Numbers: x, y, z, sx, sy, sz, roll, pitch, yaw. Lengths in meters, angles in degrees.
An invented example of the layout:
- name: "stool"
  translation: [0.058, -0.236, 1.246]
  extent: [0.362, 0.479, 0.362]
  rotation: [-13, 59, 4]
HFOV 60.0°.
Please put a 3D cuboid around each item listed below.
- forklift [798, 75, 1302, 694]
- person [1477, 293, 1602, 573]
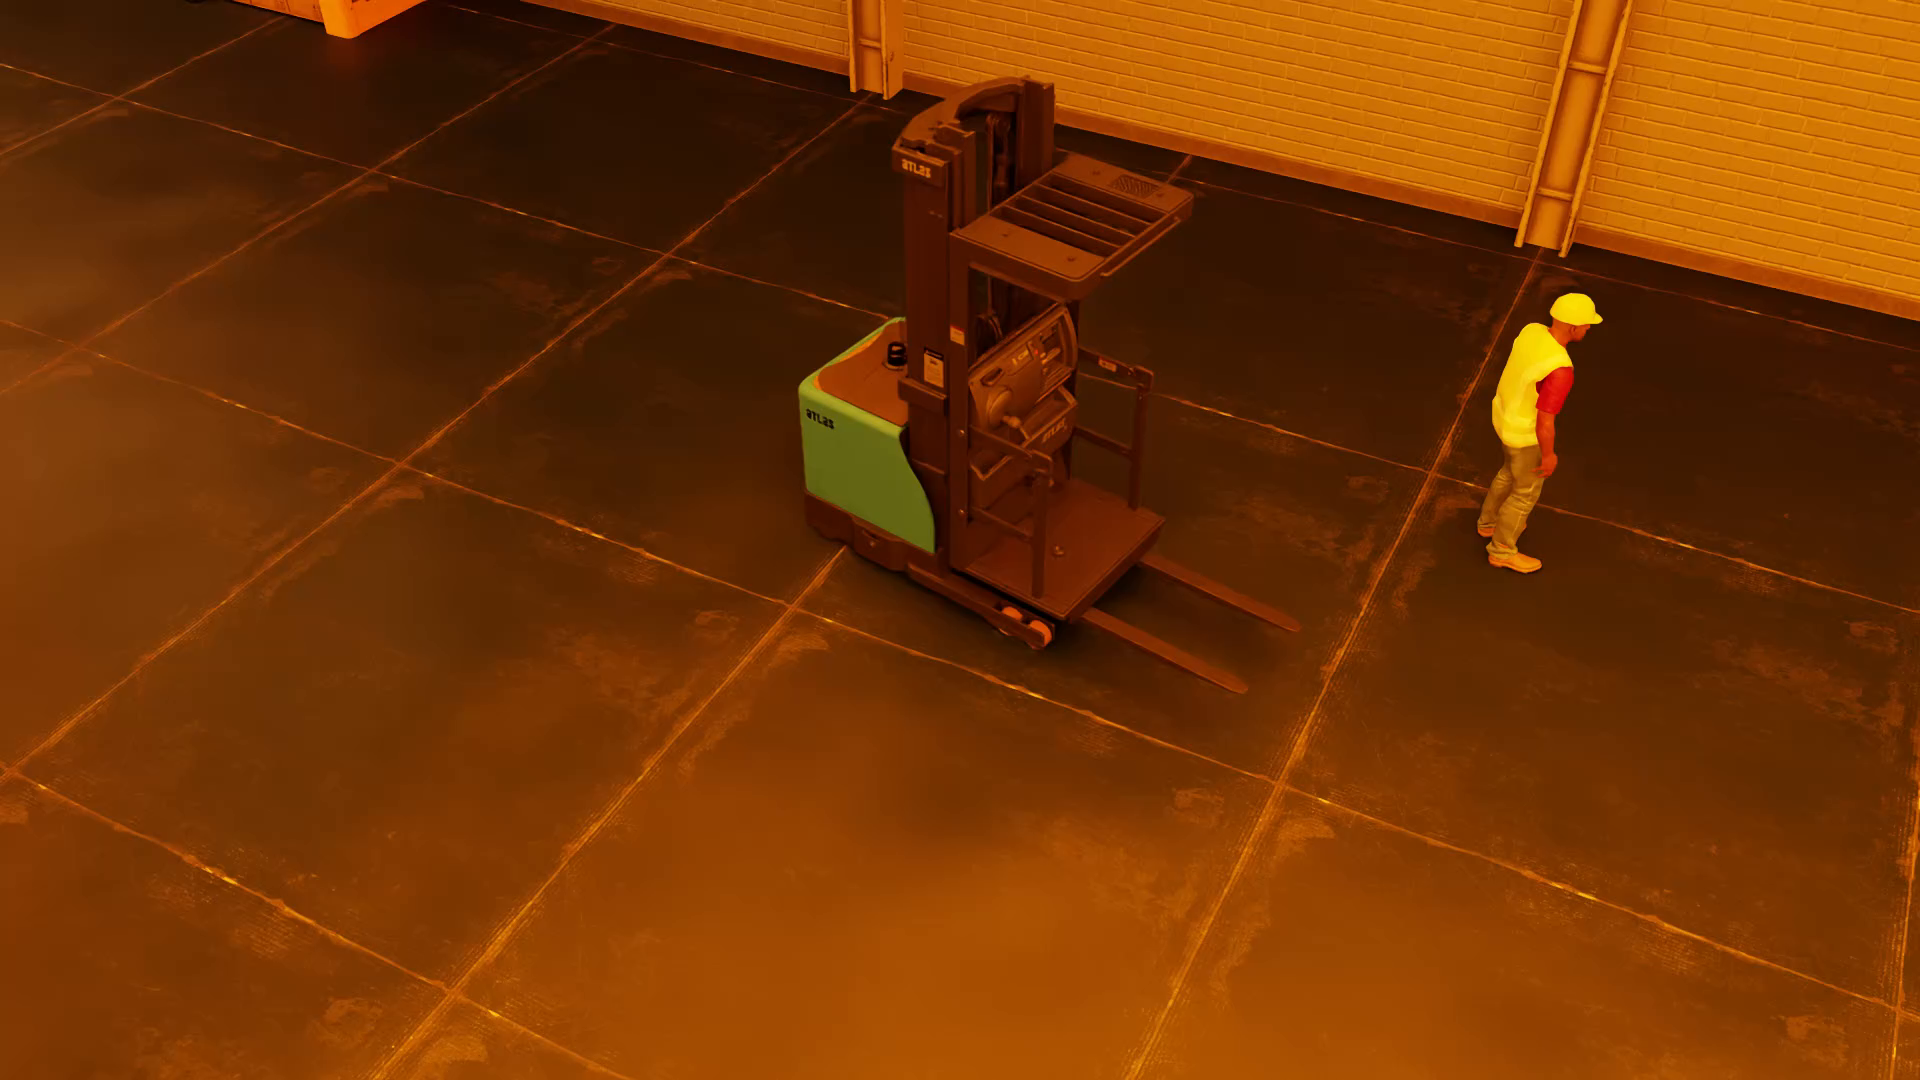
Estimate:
- name: "forklift"
  translation: [0.518, -0.884, 9.036]
  extent: [3.031, 2.935, 1.130]
  rotation: [26, 47, 28]
- name: "person"
  translation: [3.330, -0.654, 9.675]
  extent: [0.461, 1.759, 0.631]
  rotation: [-1, 40, -1]
